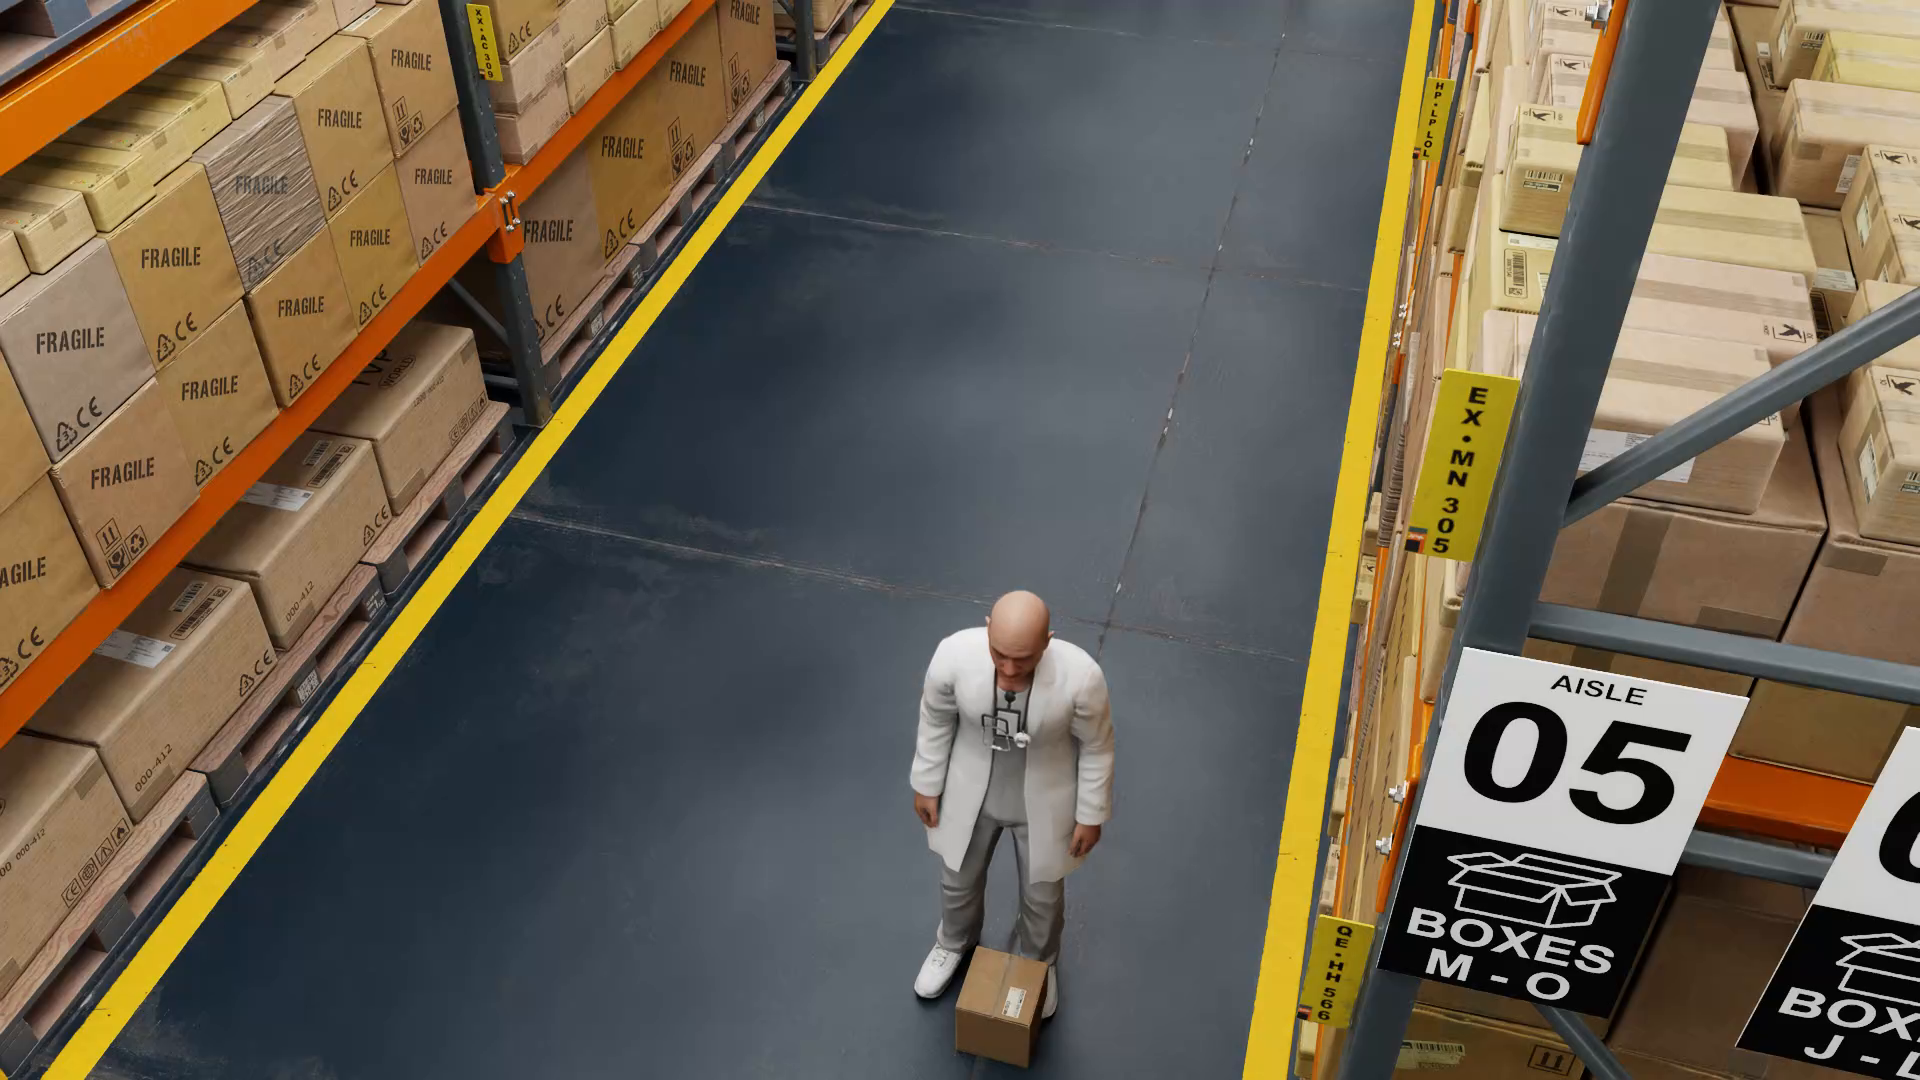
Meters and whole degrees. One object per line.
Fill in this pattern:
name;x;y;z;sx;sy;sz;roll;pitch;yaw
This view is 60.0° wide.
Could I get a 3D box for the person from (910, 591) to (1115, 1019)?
person;0.158;0.811;5.219;0.643;1.775;0.426;9;41;10
